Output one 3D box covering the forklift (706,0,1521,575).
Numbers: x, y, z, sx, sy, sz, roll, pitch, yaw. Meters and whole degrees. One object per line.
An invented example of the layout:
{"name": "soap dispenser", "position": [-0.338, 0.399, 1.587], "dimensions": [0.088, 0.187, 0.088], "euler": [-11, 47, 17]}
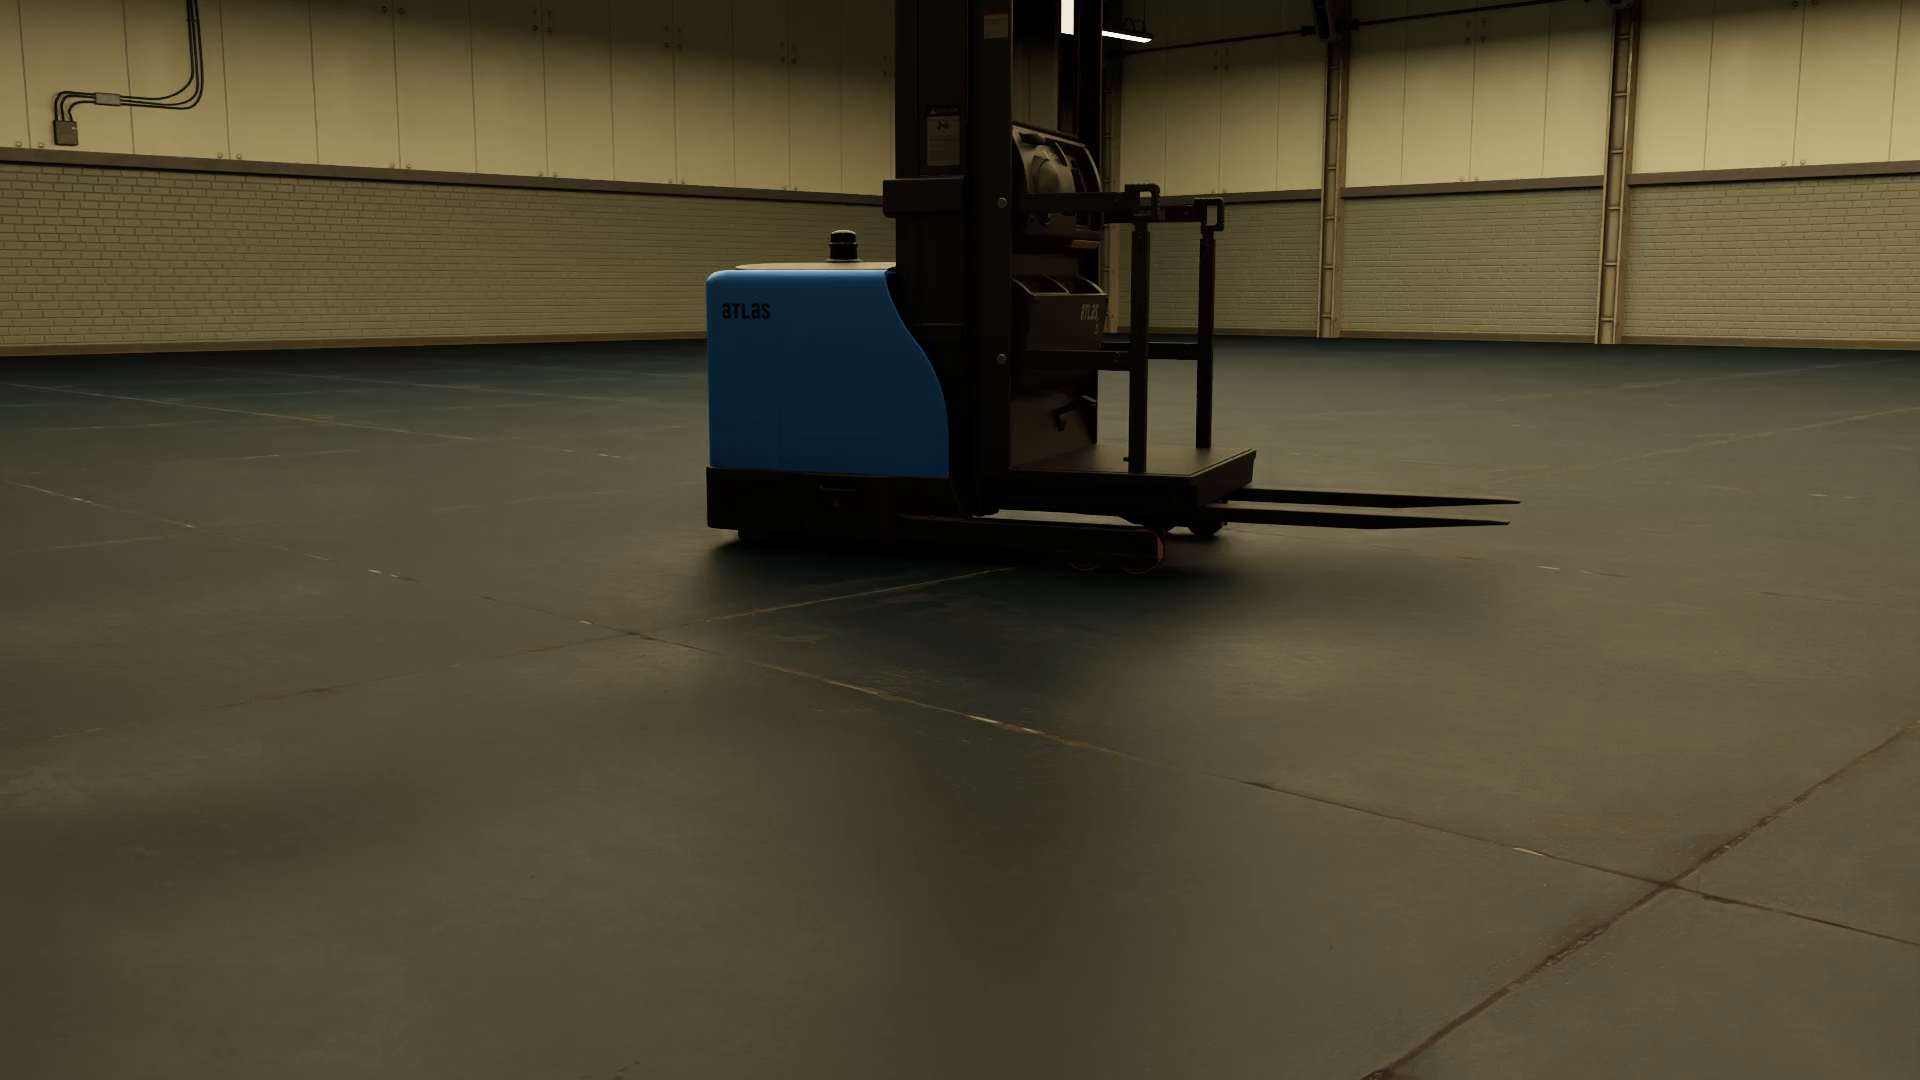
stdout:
{"name": "forklift", "position": [0.565, -1.416, 6.275], "dimensions": [3.031, 2.935, 1.130], "euler": [3, 9, 22]}
